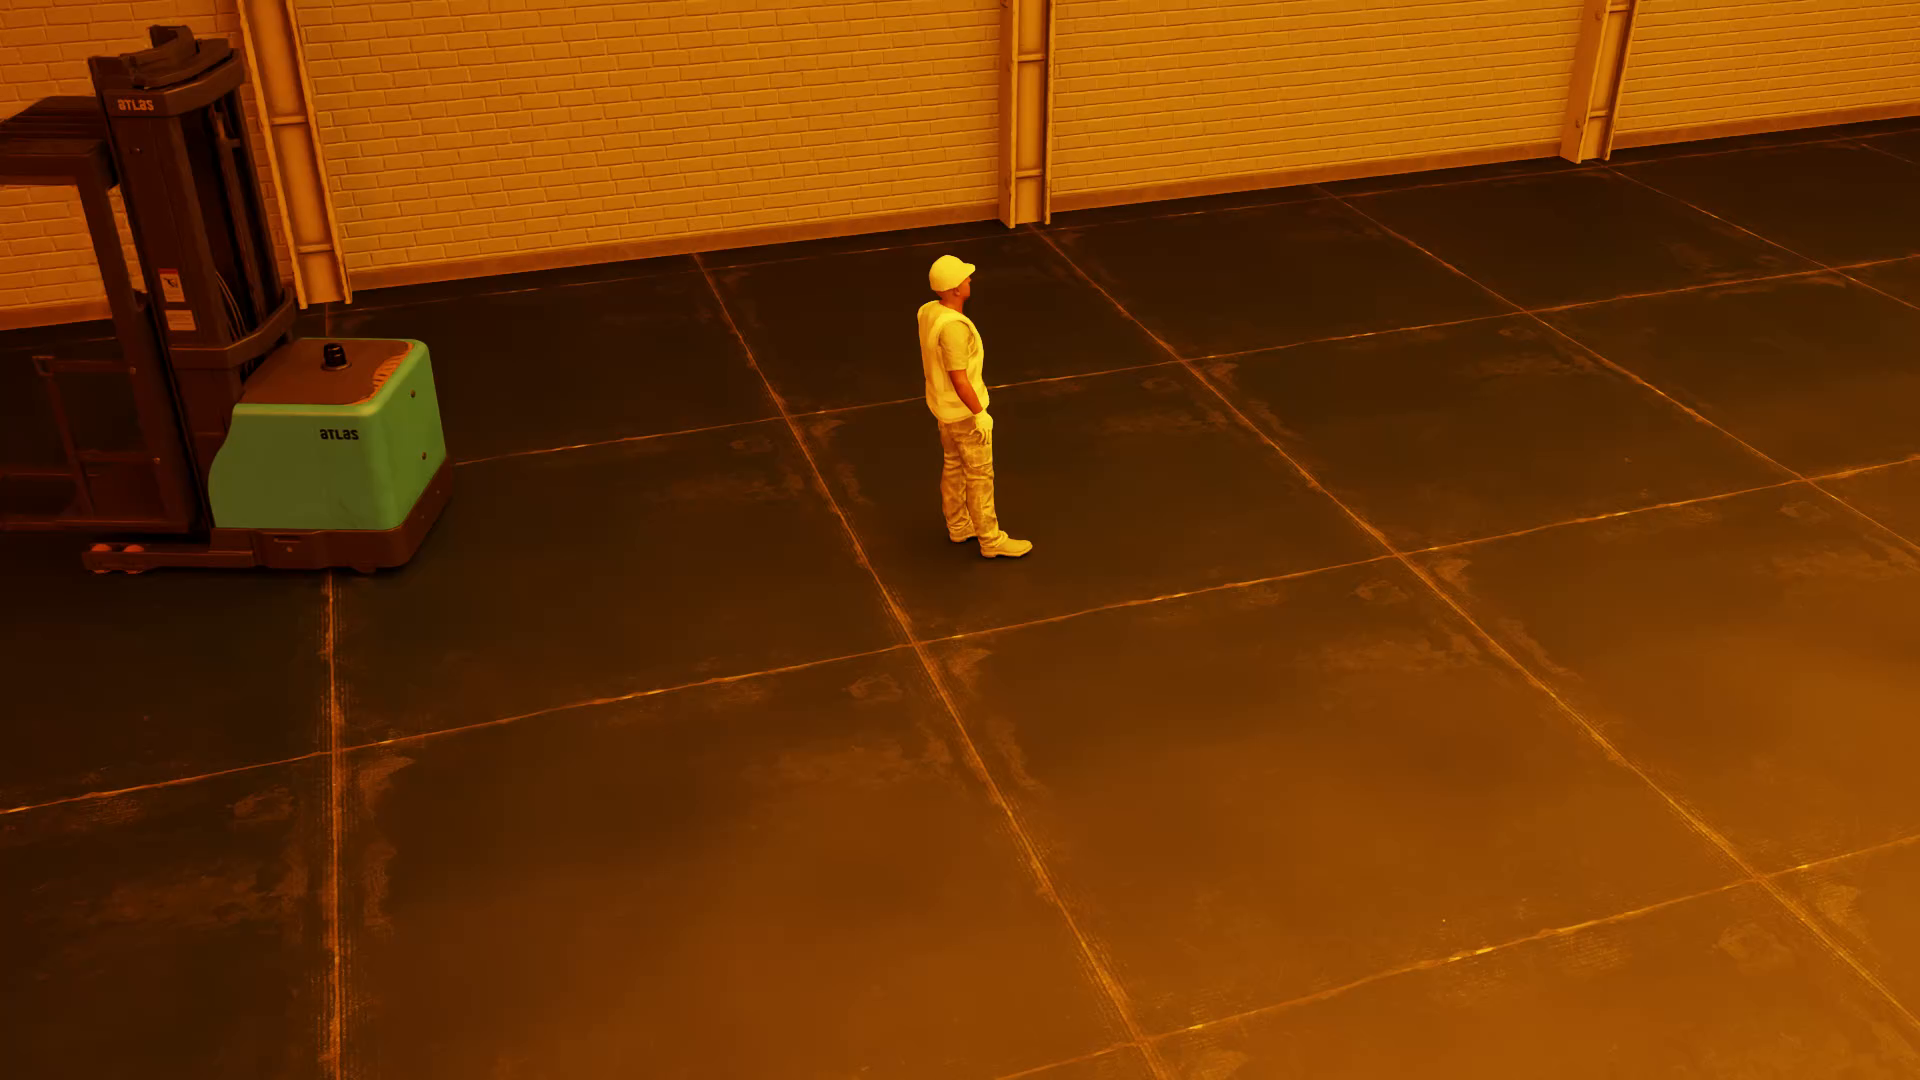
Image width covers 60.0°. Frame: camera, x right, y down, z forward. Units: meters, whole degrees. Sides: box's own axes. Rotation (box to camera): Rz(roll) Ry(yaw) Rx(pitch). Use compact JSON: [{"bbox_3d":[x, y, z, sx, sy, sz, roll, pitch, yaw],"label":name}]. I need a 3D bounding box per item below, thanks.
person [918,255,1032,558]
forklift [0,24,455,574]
[{"bbox_3d":[0.071,-0.786,9.590,0.577,1.782,0.656,-10,31,-16],"label":"person"},{"bbox_3d":[-4.697,-1.334,9.406,3.031,2.935,1.130,1,30,2],"label":"forklift"}]
